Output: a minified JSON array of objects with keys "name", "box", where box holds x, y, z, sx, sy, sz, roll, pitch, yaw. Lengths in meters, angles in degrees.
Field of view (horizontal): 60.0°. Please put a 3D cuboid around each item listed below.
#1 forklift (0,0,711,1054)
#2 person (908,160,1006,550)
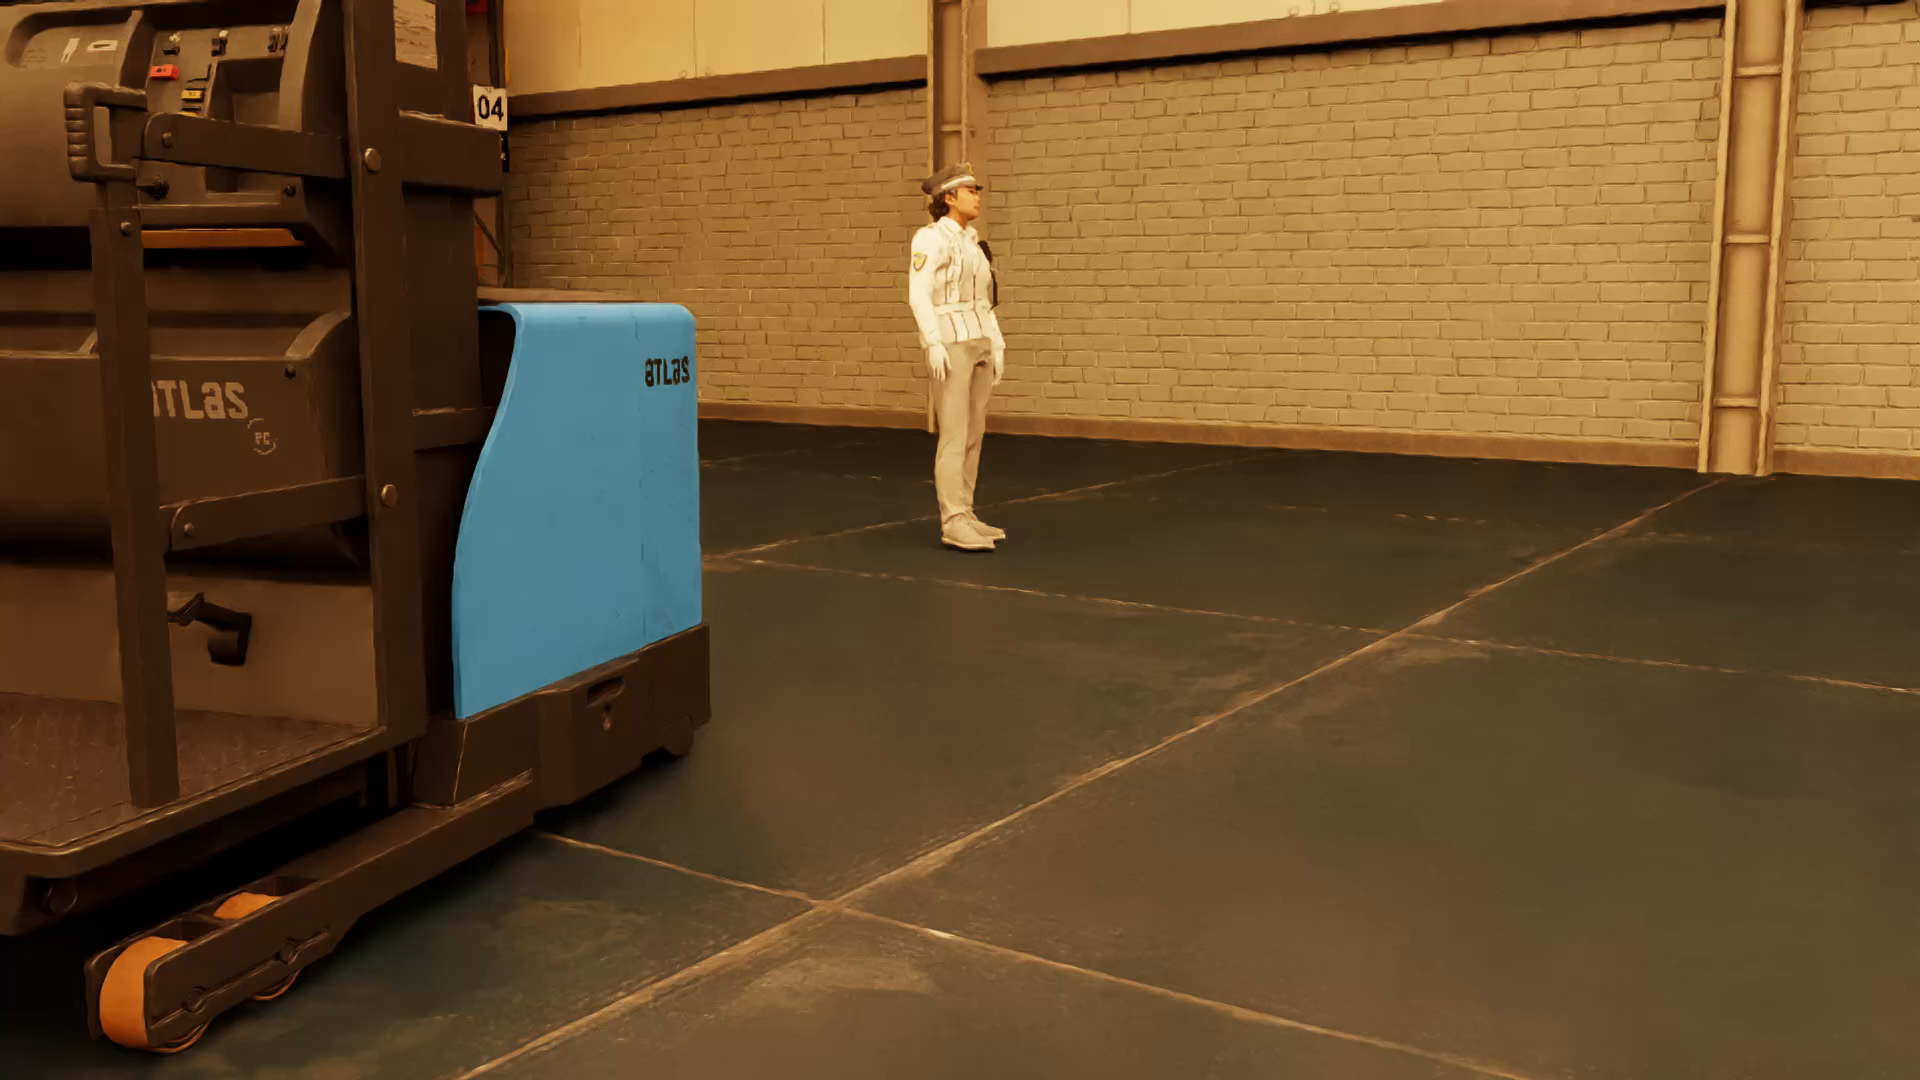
[{"name":"forklift","box":[-1.543,-0.773,2.631,1.130,2.935,3.031,3,9,18]},{"name":"person","box":[0.052,-0.840,7.440,0.533,1.695,0.586,5,10,34]}]
